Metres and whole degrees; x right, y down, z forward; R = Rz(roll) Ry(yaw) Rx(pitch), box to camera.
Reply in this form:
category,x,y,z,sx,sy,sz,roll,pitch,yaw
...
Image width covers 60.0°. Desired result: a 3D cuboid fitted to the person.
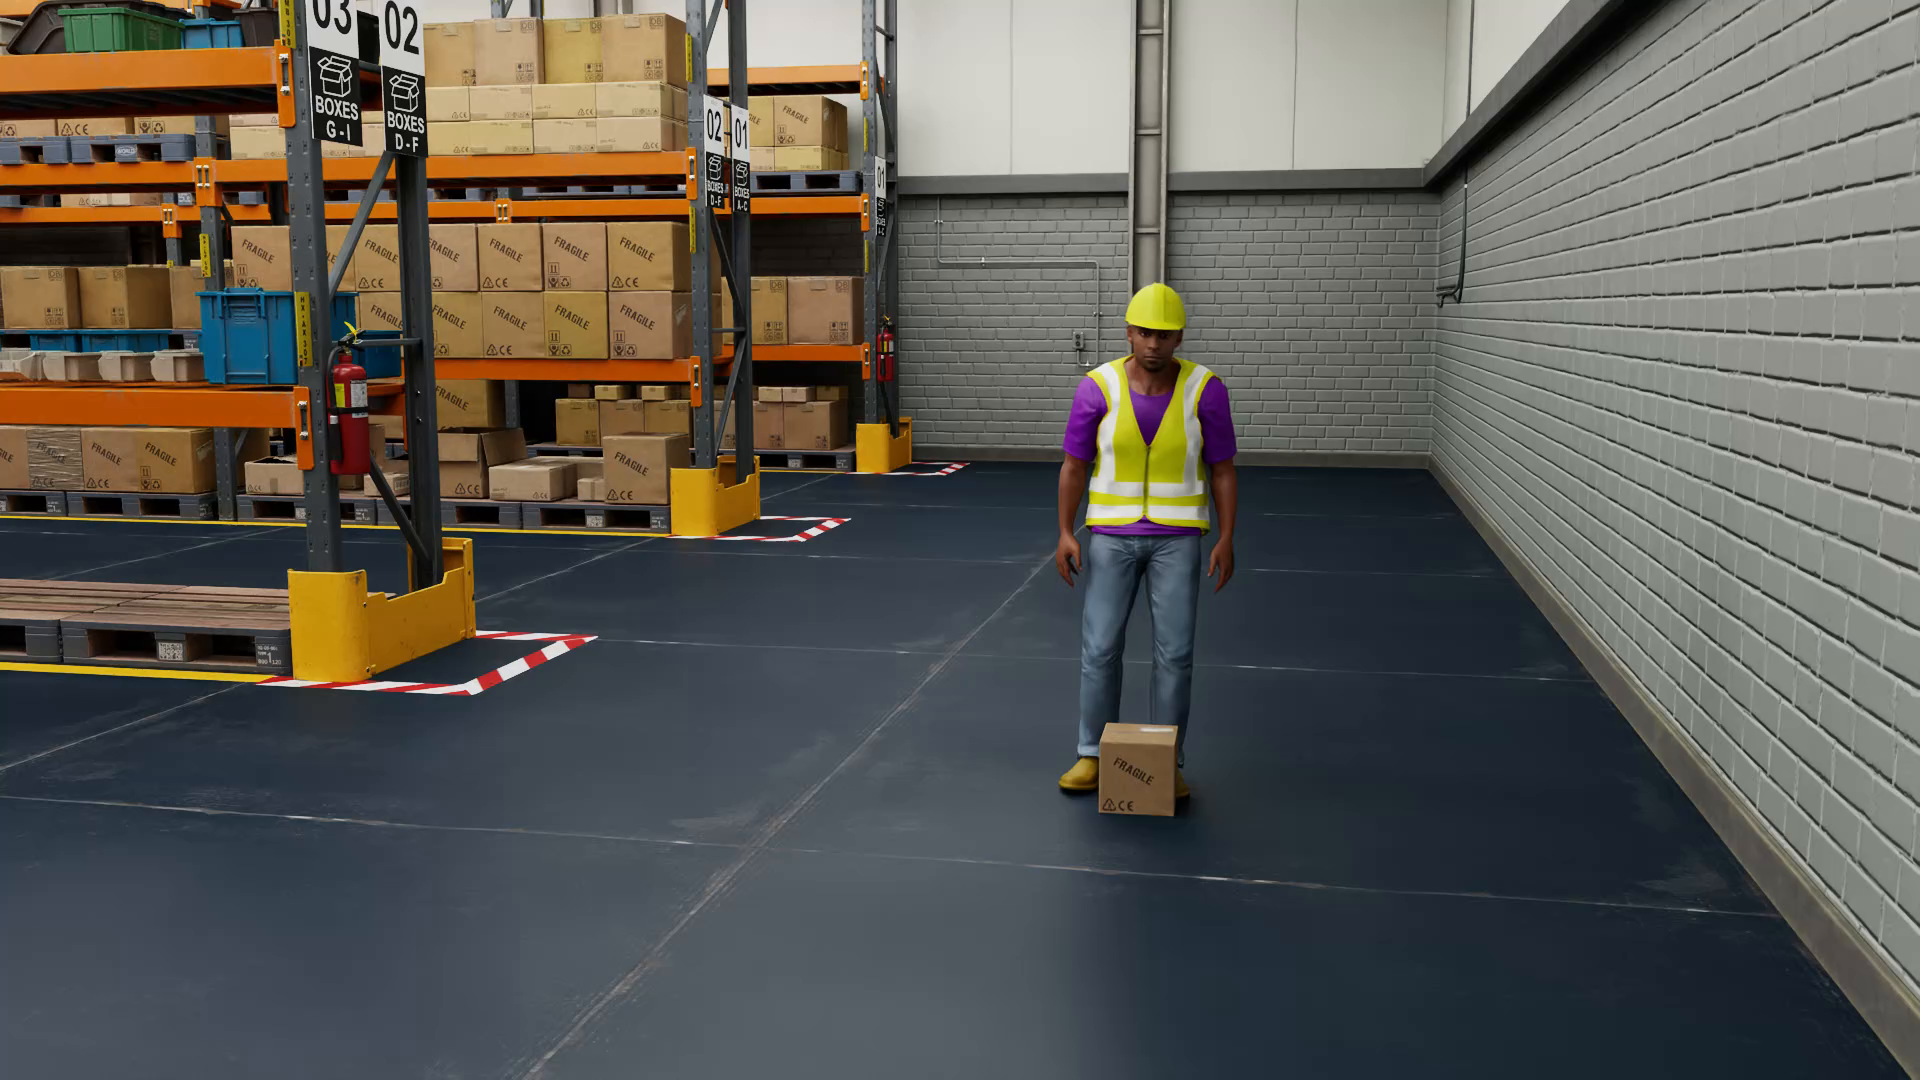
category,x,y,z,sx,sy,sz,roll,pitch,yaw
person,0.644,-0.001,5.760,0.624,1.759,0.463,1,8,9
